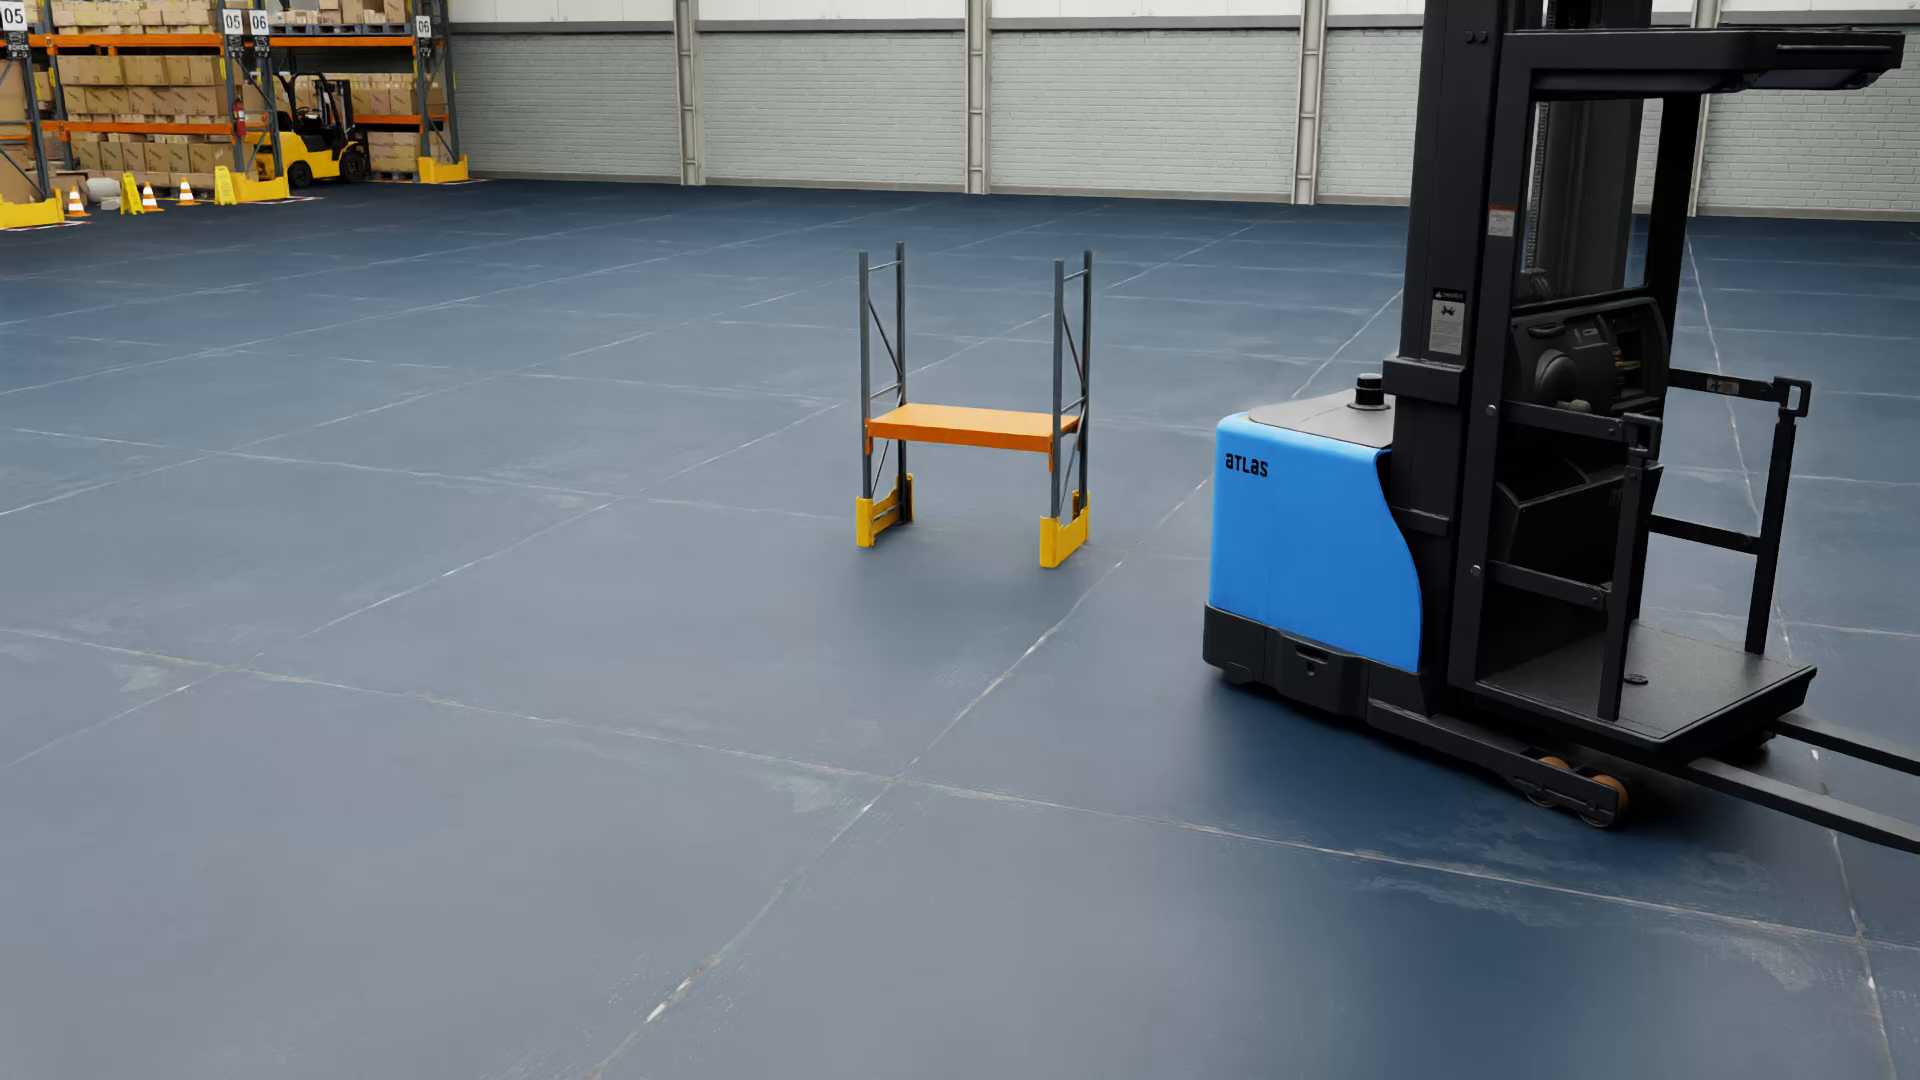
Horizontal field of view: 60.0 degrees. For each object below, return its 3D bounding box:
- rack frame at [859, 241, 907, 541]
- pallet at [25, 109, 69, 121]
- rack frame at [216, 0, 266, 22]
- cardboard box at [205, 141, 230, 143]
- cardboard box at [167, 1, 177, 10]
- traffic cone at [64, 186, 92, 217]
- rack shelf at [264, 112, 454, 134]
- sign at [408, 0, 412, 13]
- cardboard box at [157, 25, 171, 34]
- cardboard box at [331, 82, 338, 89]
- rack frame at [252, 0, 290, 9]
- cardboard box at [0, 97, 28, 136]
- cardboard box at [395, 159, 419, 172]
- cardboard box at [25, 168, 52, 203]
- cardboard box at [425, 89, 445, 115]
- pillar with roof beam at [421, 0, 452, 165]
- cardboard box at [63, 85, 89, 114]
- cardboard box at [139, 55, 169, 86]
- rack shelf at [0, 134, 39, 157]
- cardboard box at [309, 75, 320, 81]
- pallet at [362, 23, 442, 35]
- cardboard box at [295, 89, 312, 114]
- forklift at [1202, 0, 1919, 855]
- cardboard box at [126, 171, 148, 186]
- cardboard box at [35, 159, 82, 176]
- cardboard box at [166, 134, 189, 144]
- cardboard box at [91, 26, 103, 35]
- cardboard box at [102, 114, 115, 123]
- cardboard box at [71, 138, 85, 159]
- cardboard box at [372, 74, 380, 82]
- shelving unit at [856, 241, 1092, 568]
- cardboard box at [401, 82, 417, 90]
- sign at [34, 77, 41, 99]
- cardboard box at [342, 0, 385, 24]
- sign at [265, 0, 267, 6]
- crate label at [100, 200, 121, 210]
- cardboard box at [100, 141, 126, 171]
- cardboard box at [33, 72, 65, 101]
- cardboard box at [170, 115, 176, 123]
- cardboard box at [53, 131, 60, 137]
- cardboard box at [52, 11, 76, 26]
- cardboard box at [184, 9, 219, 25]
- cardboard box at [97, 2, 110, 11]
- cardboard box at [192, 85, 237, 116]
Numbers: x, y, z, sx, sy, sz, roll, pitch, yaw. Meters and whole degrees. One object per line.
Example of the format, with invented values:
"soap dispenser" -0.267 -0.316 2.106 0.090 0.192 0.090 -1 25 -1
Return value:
"rack frame" -0.394 -0.764 8.614 0.032 1.500 0.500 6 17 21
"pallet" -16.714 -7.902 30.857 1.213 0.211 1.003 6 17 21
"rack frame" -12.335 -10.350 28.185 0.127 3.000 1.000 6 17 21
"cardboard box" -13.494 -6.919 29.961 0.500 0.500 0.500 6 17 19
"cardboard box" -13.445 -9.227 28.717 0.250 0.149 0.380 6 17 21
"traffic cone" -14.030 -5.379 26.373 0.334 0.463 0.336 6 17 21
"rack shelf" -12.378 -8.616 34.263 4.000 0.370 1.077 6 17 21
"sign" -10.729 -10.445 32.447 0.005 0.325 0.100 6 17 21
"cardboard box" -13.708 -8.862 28.891 0.250 0.149 0.380 6 17 20
"cardboard box" -12.607 -9.261 33.853 0.250 0.149 0.380 6 17 19
"rack frame" -14.238 -12.047 34.031 0.127 3.000 1.000 6 17 21
"cardboard box" -14.419 -6.273 24.633 0.550 0.550 0.875 6 17 21
"cardboard box" -11.070 -7.604 33.666 0.500 0.250 0.500 6 17 21
"cardboard box" -15.771 -5.952 28.030 0.503 0.637 0.797 6 17 21
"cardboard box" -10.876 -8.928 33.866 0.500 0.500 0.500 7 18 22
"pillar with roof beam" -12.414 -10.826 29.826 0.400 9.000 9.100 6 17 21
"cardboard box" -15.749 -7.952 29.972 0.500 0.500 0.500 6 17 20
"cardboard box" -13.871 -8.215 29.085 0.500 0.500 0.700 6 17 20
"rack shelf" -15.918 -6.034 25.369 4.000 0.370 1.077 6 17 21
"cardboard box" -13.080 -9.459 34.001 0.250 0.149 0.380 6 17 20
"pallet" -11.165 -10.234 33.324 1.213 0.211 1.003 6 17 21
"cardboard box" -13.431 -9.052 34.295 0.500 0.500 0.500 7 17 22
"forklift" 2.309 -0.627 5.575 1.130 2.935 3.031 -13 21 -38
"cardboard box" -14.611 -6.524 29.944 0.500 0.250 0.500 6 17 20
"cardboard box" -16.545 -6.871 30.922 0.625 0.372 0.950 7 17 21
"cardboard box" -13.775 -7.083 29.362 0.250 0.149 0.380 7 17 22
"cardboard box" -15.144 -9.029 29.465 0.250 0.149 0.380 7 18 22
"cardboard box" -15.151 -7.576 29.841 0.250 0.149 0.380 7 18 22
"cardboard box" -19.381 -8.671 36.891 0.500 0.500 0.500 7 18 23
"cardboard box" -11.626 -9.323 33.531 0.250 0.149 0.380 6 17 21
"shelving unit" 0.071 -0.712 8.438 1.083 1.500 0.587 6 17 21
"cardboard box" -10.942 -9.079 33.225 0.250 0.149 0.380 7 17 21
"sign" -13.848 -6.772 24.926 0.005 0.325 0.100 6 17 21
"cardboard box" -11.934 -10.608 33.341 0.500 0.500 0.700 6 17 21
"sign" -12.136 -9.470 28.966 0.005 0.325 0.100 6 17 21
"crate label" -14.053 -5.546 27.530 0.298 0.136 0.250 -2 16 -8
"cardboard box" -15.104 -6.938 30.024 0.500 0.500 0.500 7 18 23
"cardboard box" -16.570 -8.259 30.275 0.500 0.500 0.500 6 17 20
"cardboard box" -13.706 -7.441 29.377 0.250 0.149 0.380 7 17 21
"cardboard box" -19.945 -9.054 37.048 0.250 0.149 0.380 6 17 21
"cardboard box" -15.747 -9.274 29.593 0.500 0.250 0.500 6 17 19
"cardboard box" -12.910 -8.963 28.523 0.500 0.250 0.500 6 17 20
"cardboard box" -14.904 -9.370 29.209 0.250 0.149 0.380 6 17 19
"cardboard box" -12.941 -7.644 28.911 0.500 0.500 0.500 6 17 20
